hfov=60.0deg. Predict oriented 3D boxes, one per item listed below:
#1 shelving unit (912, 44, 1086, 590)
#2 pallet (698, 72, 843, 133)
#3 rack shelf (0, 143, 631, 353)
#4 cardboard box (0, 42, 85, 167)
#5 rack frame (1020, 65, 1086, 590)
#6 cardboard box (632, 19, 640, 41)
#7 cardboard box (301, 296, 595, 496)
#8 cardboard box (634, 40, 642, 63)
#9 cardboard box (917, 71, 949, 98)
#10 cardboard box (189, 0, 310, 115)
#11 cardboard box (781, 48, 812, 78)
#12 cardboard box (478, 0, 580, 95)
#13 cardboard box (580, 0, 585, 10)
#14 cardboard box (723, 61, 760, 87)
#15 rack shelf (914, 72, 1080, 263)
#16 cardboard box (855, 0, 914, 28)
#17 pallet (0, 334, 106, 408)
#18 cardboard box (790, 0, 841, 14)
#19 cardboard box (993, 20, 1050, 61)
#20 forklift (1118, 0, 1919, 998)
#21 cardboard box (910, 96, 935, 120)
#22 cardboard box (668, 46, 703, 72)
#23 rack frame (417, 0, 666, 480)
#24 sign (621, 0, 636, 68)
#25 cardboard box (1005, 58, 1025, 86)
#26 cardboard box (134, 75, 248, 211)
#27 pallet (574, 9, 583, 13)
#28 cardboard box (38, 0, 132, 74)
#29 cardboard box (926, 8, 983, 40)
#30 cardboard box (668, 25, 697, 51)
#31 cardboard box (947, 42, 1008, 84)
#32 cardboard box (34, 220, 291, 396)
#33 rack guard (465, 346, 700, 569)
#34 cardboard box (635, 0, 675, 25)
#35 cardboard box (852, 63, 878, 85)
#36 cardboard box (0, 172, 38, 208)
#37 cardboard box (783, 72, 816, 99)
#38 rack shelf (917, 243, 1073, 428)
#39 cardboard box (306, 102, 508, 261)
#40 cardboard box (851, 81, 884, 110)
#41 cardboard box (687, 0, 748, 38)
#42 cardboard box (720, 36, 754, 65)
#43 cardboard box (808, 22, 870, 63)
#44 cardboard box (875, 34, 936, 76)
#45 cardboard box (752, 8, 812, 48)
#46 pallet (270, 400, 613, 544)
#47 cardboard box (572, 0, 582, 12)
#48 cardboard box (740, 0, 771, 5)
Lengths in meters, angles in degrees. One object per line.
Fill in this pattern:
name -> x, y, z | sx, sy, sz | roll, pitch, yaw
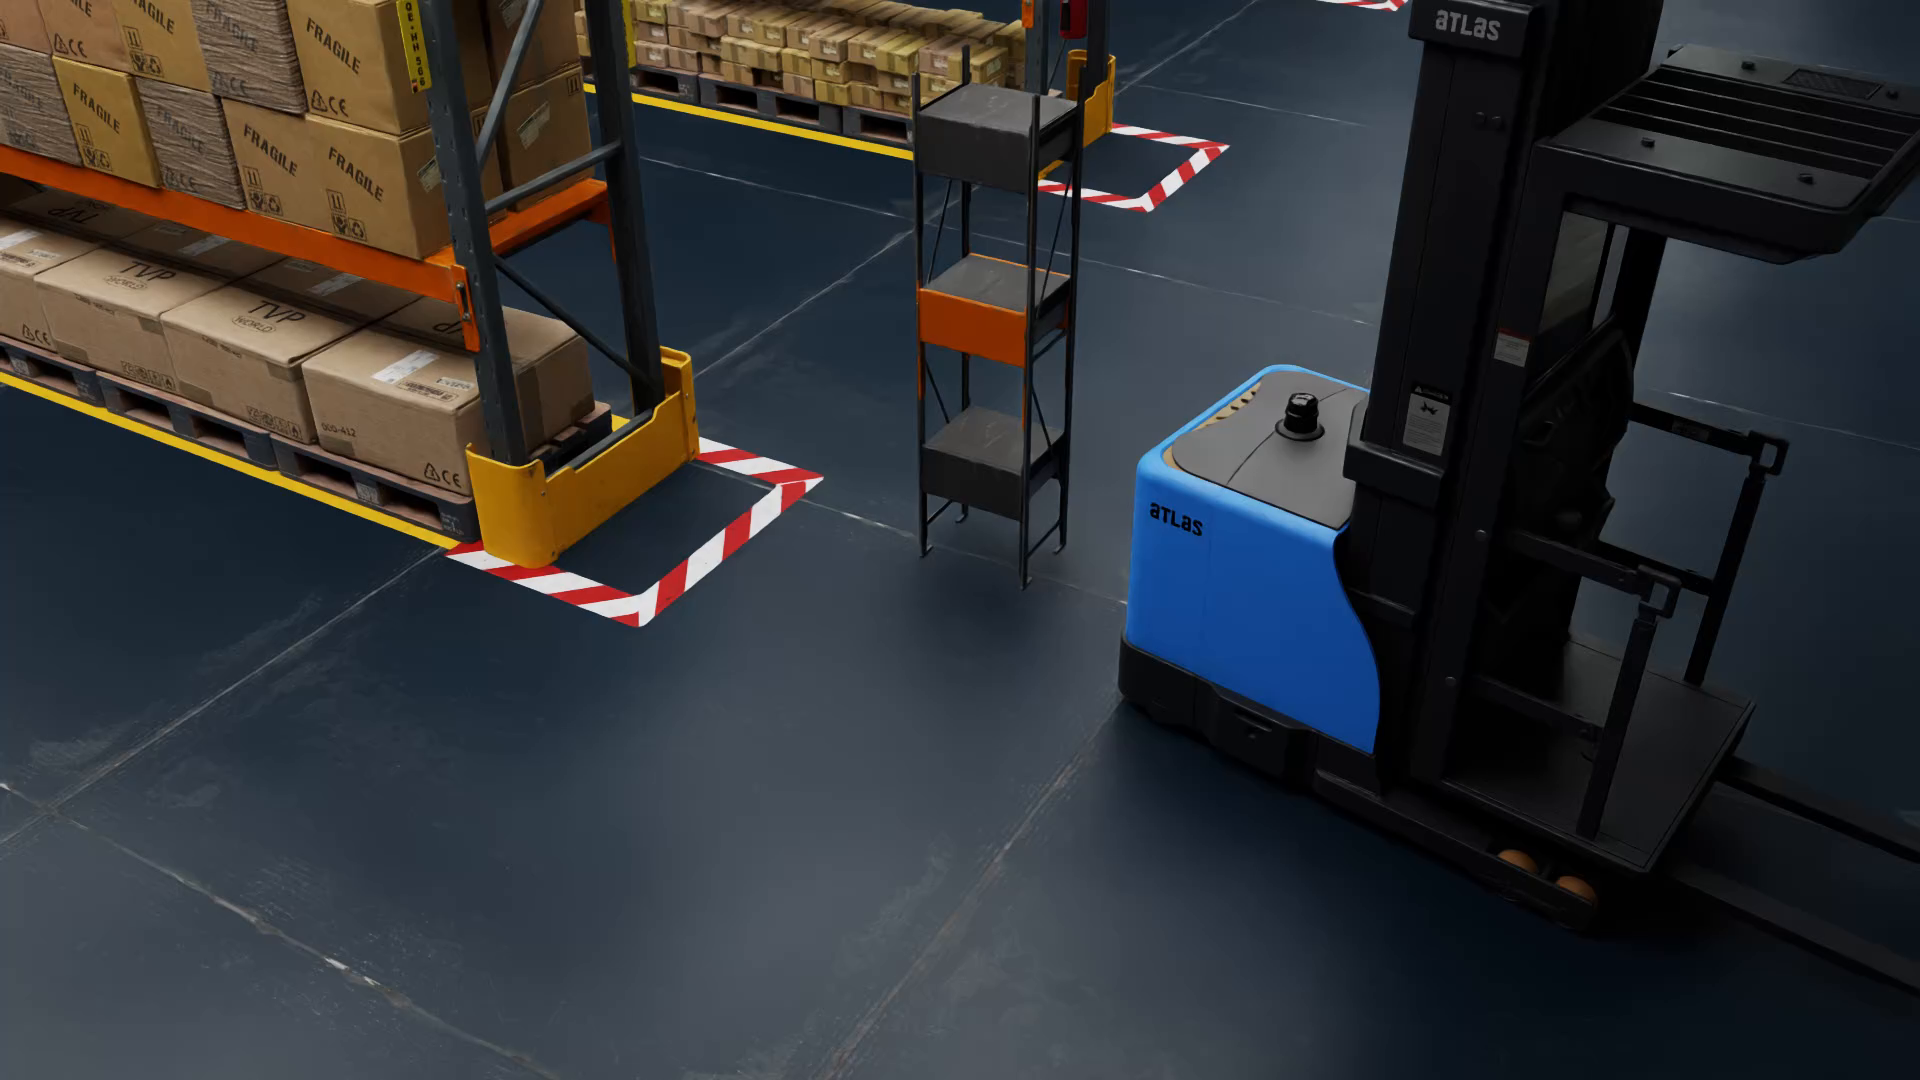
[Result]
shelving unit -> 0.144, -0.828, 6.600 | 0.503, 2.100, 0.431 | 18, 37, 24
pallet -> -1.106, -3.293, 12.004 | 1.213, 0.211, 1.003 | 18, 37, 24
rack shelf -> -3.402, -1.697, 7.741 | 4.000, 0.370, 1.077 | 18, 37, 24
cardboard box -> -3.997, -2.052, 7.536 | 0.500, 0.500, 0.500 | 18, 38, 25
rack frame -> 0.356, -0.761, 6.499 | 0.015, 2.100, 0.400 | 18, 37, 24
cardboard box -> -2.350, -3.788, 12.157 | 0.250, 0.149, 0.380 | 18, 38, 25
cardboard box -> -2.288, -0.688, 7.509 | 0.875, 0.438, 0.875 | 16, 37, 23
cardboard box -> -2.382, -3.616, 12.167 | 0.250, 0.149, 0.380 | 19, 38, 26
cardboard box -> -0.097, -3.074, 11.084 | 0.250, 0.149, 0.380 | 17, 37, 23
cardboard box -> -2.670, -2.051, 6.632 | 0.500, 0.500, 0.500 | 18, 38, 25
cardboard box -> -1.018, -3.333, 11.474 | 0.250, 0.149, 0.380 | 20, 38, 27
cardboard box -> -1.941, -2.173, 6.815 | 0.500, 0.500, 0.500 | 17, 37, 23
cardboard box -> -2.573, -3.997, 12.203 | 0.250, 0.149, 0.380 | 19, 38, 26
cardboard box -> -1.466, -3.352, 11.771 | 0.250, 0.149, 0.380 | 17, 37, 23
rack shelf -> 0.144, -1.400, 6.219 | 0.480, 0.518, 0.431 | 18, 37, 24
cardboard box -> -0.530, -3.657, 11.692 | 0.250, 0.149, 0.380 | 19, 38, 26
pallet -> -4.517, -1.139, 8.770 | 1.213, 0.211, 1.003 | 18, 37, 24
cardboard box -> -1.001, -3.775, 11.869 | 0.250, 0.149, 0.380 | 18, 38, 25
cardboard box -> 0.417, -3.399, 11.305 | 0.250, 0.149, 0.380 | 16, 37, 22
forklift -> 2.063, -0.300, 5.056 | 3.031, 2.935, 1.130 | 24, 41, 31
cardboard box -> -0.131, -2.910, 11.108 | 0.250, 0.149, 0.380 | 19, 38, 26
cardboard box -> -1.895, -3.527, 12.034 | 0.250, 0.149, 0.380 | 17, 37, 23
rack frame -> -1.665, -1.446, 6.715 | 0.127, 3.000, 1.000 | 18, 37, 24
sign -> -1.385, -2.105, 6.852 | 0.005, 0.325, 0.100 | 18, 37, 24
cardboard box -> 0.376, -3.236, 11.327 | 0.250, 0.149, 0.380 | 19, 38, 26
cardboard box -> -3.095, -1.775, 7.119 | 0.500, 0.500, 0.500 | 19, 38, 26
pallet -> -3.446, -4.009, 13.080 | 1.213, 0.211, 1.003 | 18, 37, 24
cardboard box -> -3.534, -2.328, 7.048 | 0.500, 0.500, 0.500 | 17, 37, 24
cardboard box -> -0.037, -3.548, 11.529 | 0.250, 0.149, 0.380 | 17, 37, 24
cardboard box -> -1.887, -3.663, 11.969 | 0.250, 0.149, 0.380 | 16, 37, 22
cardboard box -> 0.118, -3.115, 10.879 | 0.250, 0.149, 0.380 | 18, 38, 25
cardboard box -> -3.869, -1.184, 8.255 | 0.875, 0.438, 0.875 | 16, 37, 23
rack guard -> -1.644, -0.399, 7.398 | 0.348, 0.500, 1.175 | 18, 37, 24
cardboard box -> -2.120, -3.847, 11.978 | 0.250, 0.149, 0.380 | 17, 37, 24
cardboard box -> -0.531, -3.241, 11.336 | 0.250, 0.149, 0.380 | 17, 37, 24
cardboard box -> -5.716, -1.969, 9.038 | 0.875, 0.875, 0.875 | 19, 38, 26
cardboard box -> -1.018, -3.211, 11.559 | 0.250, 0.149, 0.380 | 18, 38, 25
rack shelf -> 0.144, -0.817, 6.607 | 0.480, 0.518, 0.431 | 18, 37, 24
cardboard box -> -2.215, -1.493, 6.696 | 0.500, 0.500, 0.500 | 18, 38, 25
cardboard box -> -0.538, -3.086, 11.372 | 0.250, 0.149, 0.380 | 18, 38, 25
cardboard box -> -1.701, -3.677, 11.722 | 0.250, 0.149, 0.380 | 18, 38, 25
cardboard box -> -1.472, -3.476, 11.688 | 0.250, 0.149, 0.380 | 17, 37, 24
cardboard box -> -0.814, -3.371, 11.262 | 0.250, 0.149, 0.380 | 19, 38, 26
cardboard box -> -0.360, -3.222, 11.039 | 0.250, 0.149, 0.380 | 17, 37, 23
cardboard box -> -1.229, -3.555, 11.539 | 0.250, 0.149, 0.380 | 18, 38, 25
pallet -> -2.398, -0.468, 7.762 | 1.213, 0.211, 1.003 | 18, 37, 24
cardboard box -> -3.280, -4.421, 13.059 | 0.500, 0.500, 0.500 | 19, 38, 26
cardboard box -> -1.403, -3.964, 12.153 | 0.250, 0.149, 0.380 | 16, 37, 22
